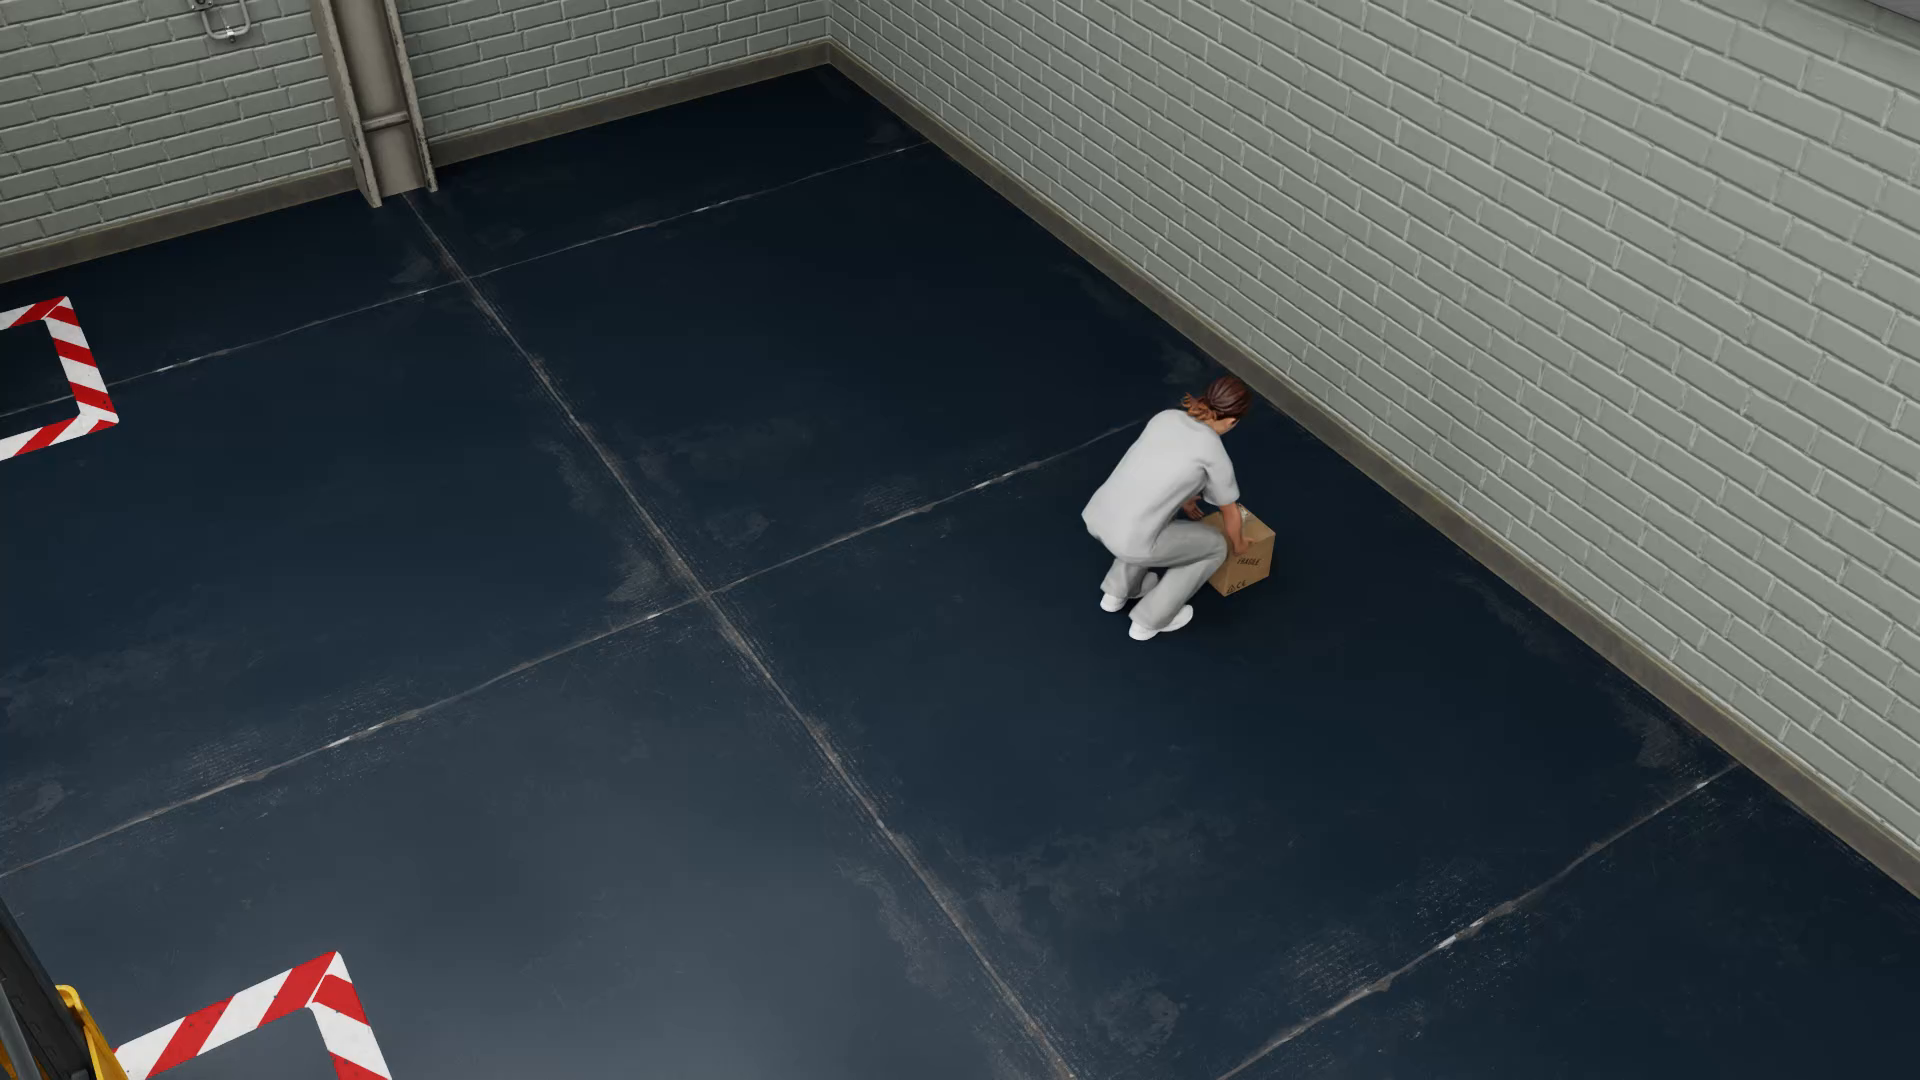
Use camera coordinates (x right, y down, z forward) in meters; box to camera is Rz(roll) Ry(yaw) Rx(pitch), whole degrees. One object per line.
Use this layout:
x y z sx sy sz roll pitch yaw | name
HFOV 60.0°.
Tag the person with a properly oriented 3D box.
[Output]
0.850 -0.133 6.813 0.777 1.023 0.490 -23 46 -24 | person
